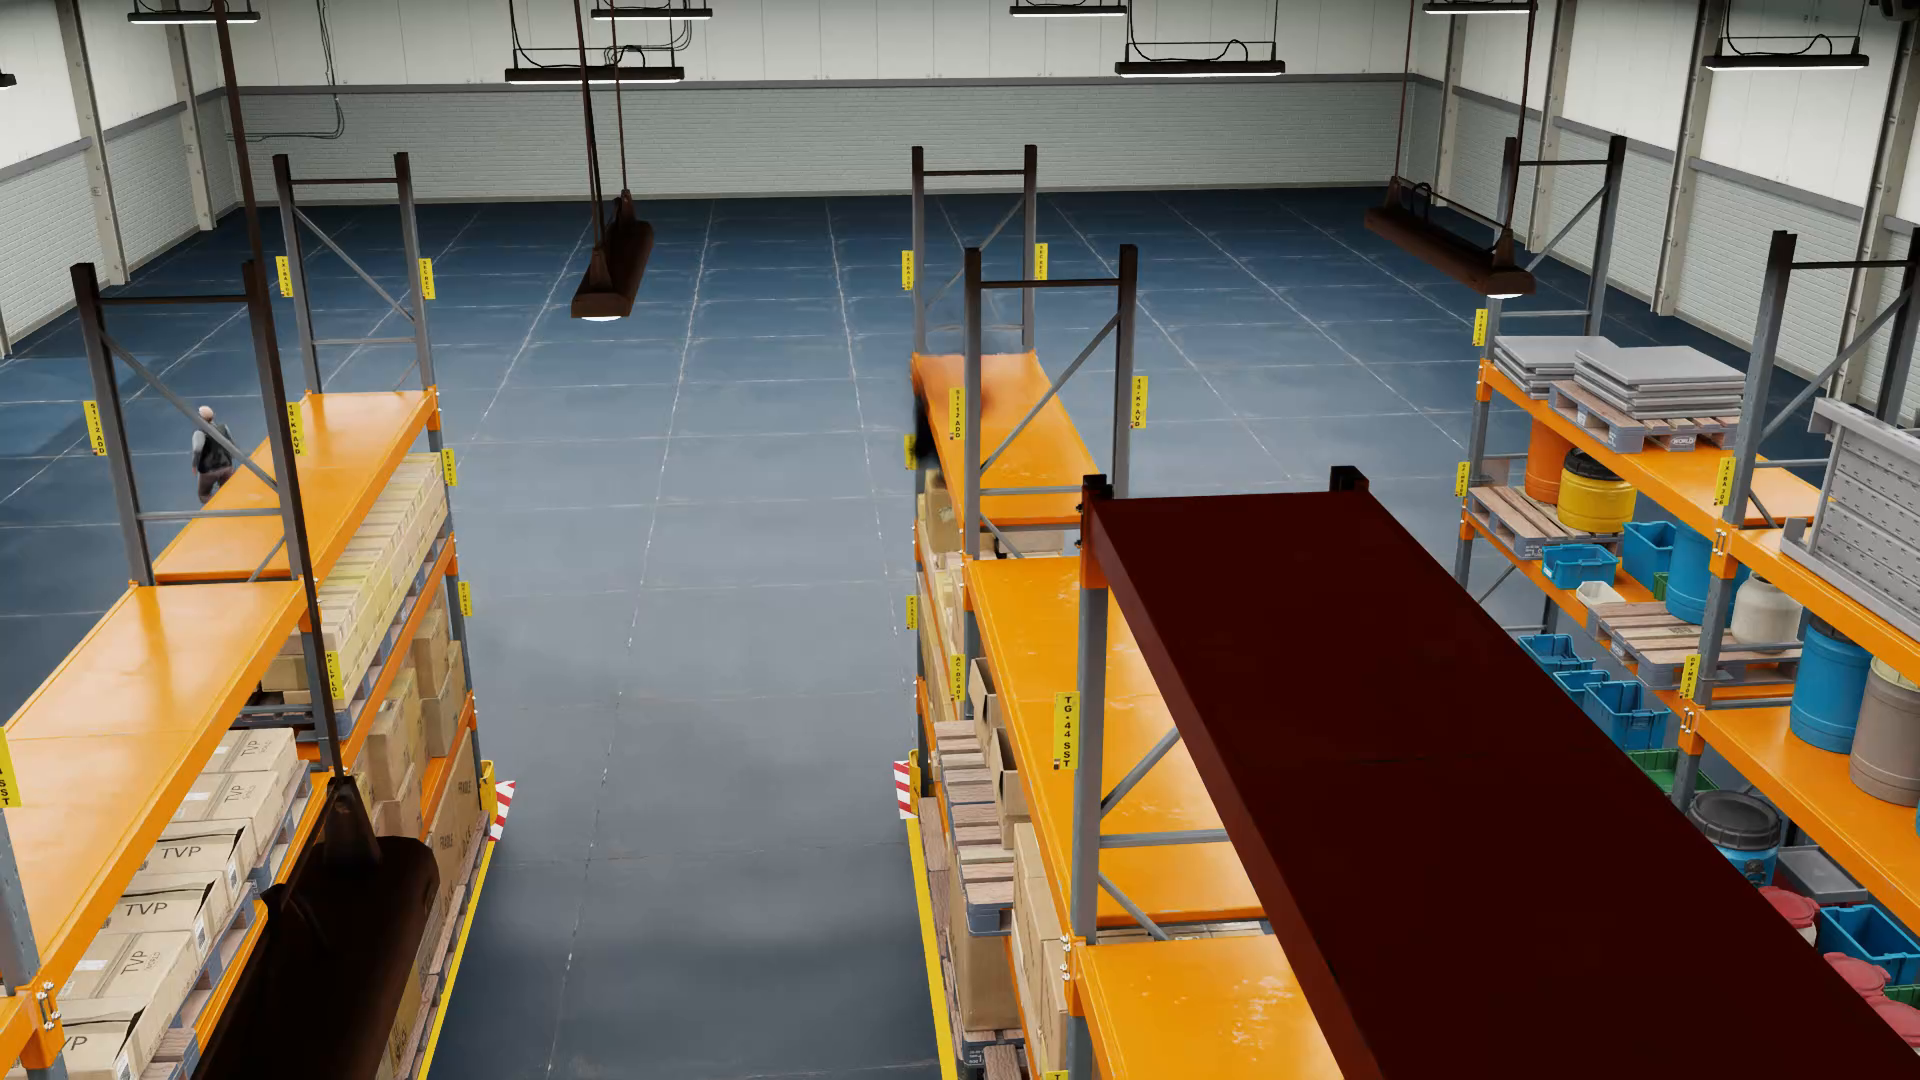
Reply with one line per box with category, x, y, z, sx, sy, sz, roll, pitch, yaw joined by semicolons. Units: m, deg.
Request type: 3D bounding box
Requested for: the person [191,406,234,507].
person;-9.645;-0.854;21.523;0.748;1.798;0.675;16;27;35
